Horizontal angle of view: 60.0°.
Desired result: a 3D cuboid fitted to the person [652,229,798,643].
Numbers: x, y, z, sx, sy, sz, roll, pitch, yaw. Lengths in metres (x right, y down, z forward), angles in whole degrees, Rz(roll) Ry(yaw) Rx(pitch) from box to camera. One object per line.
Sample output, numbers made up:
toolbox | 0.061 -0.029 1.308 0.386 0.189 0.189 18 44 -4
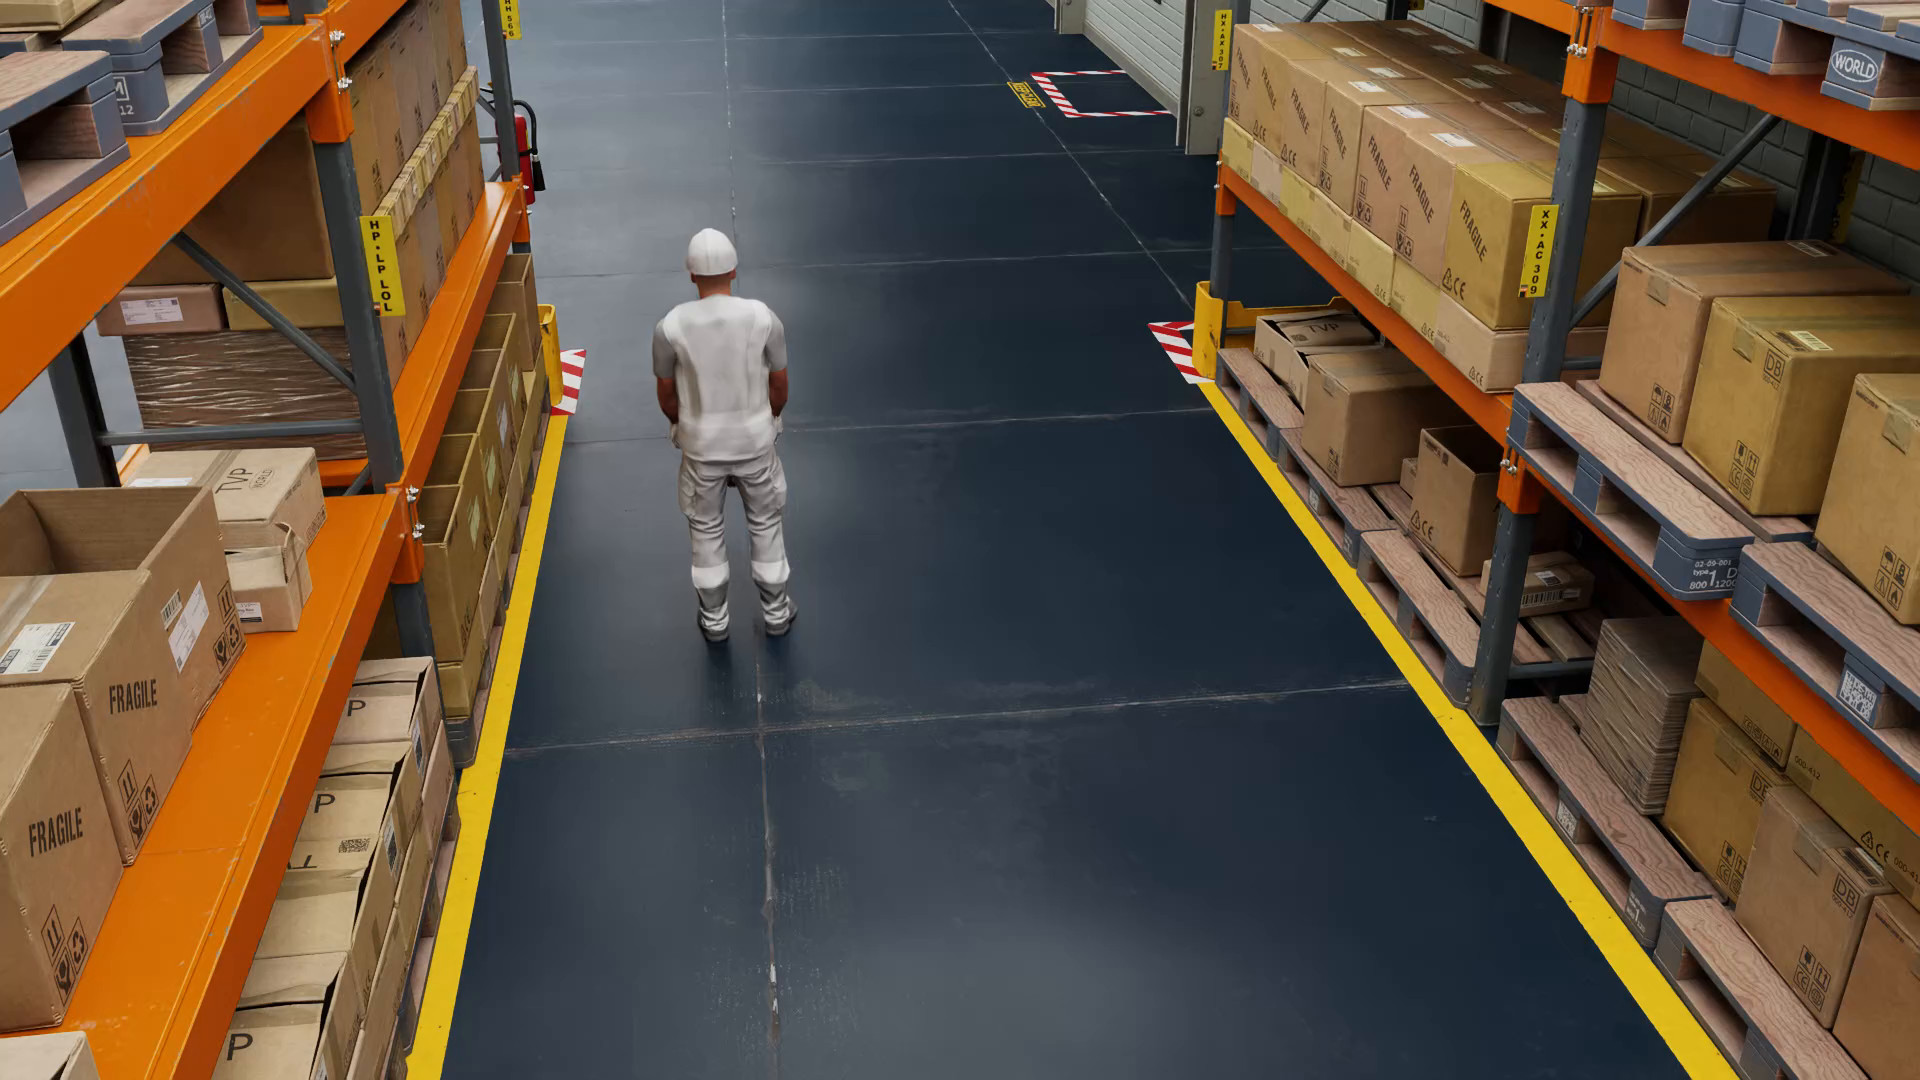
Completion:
person | -0.971 -0.413 6.903 0.539 1.790 0.437 -4 27 -8
